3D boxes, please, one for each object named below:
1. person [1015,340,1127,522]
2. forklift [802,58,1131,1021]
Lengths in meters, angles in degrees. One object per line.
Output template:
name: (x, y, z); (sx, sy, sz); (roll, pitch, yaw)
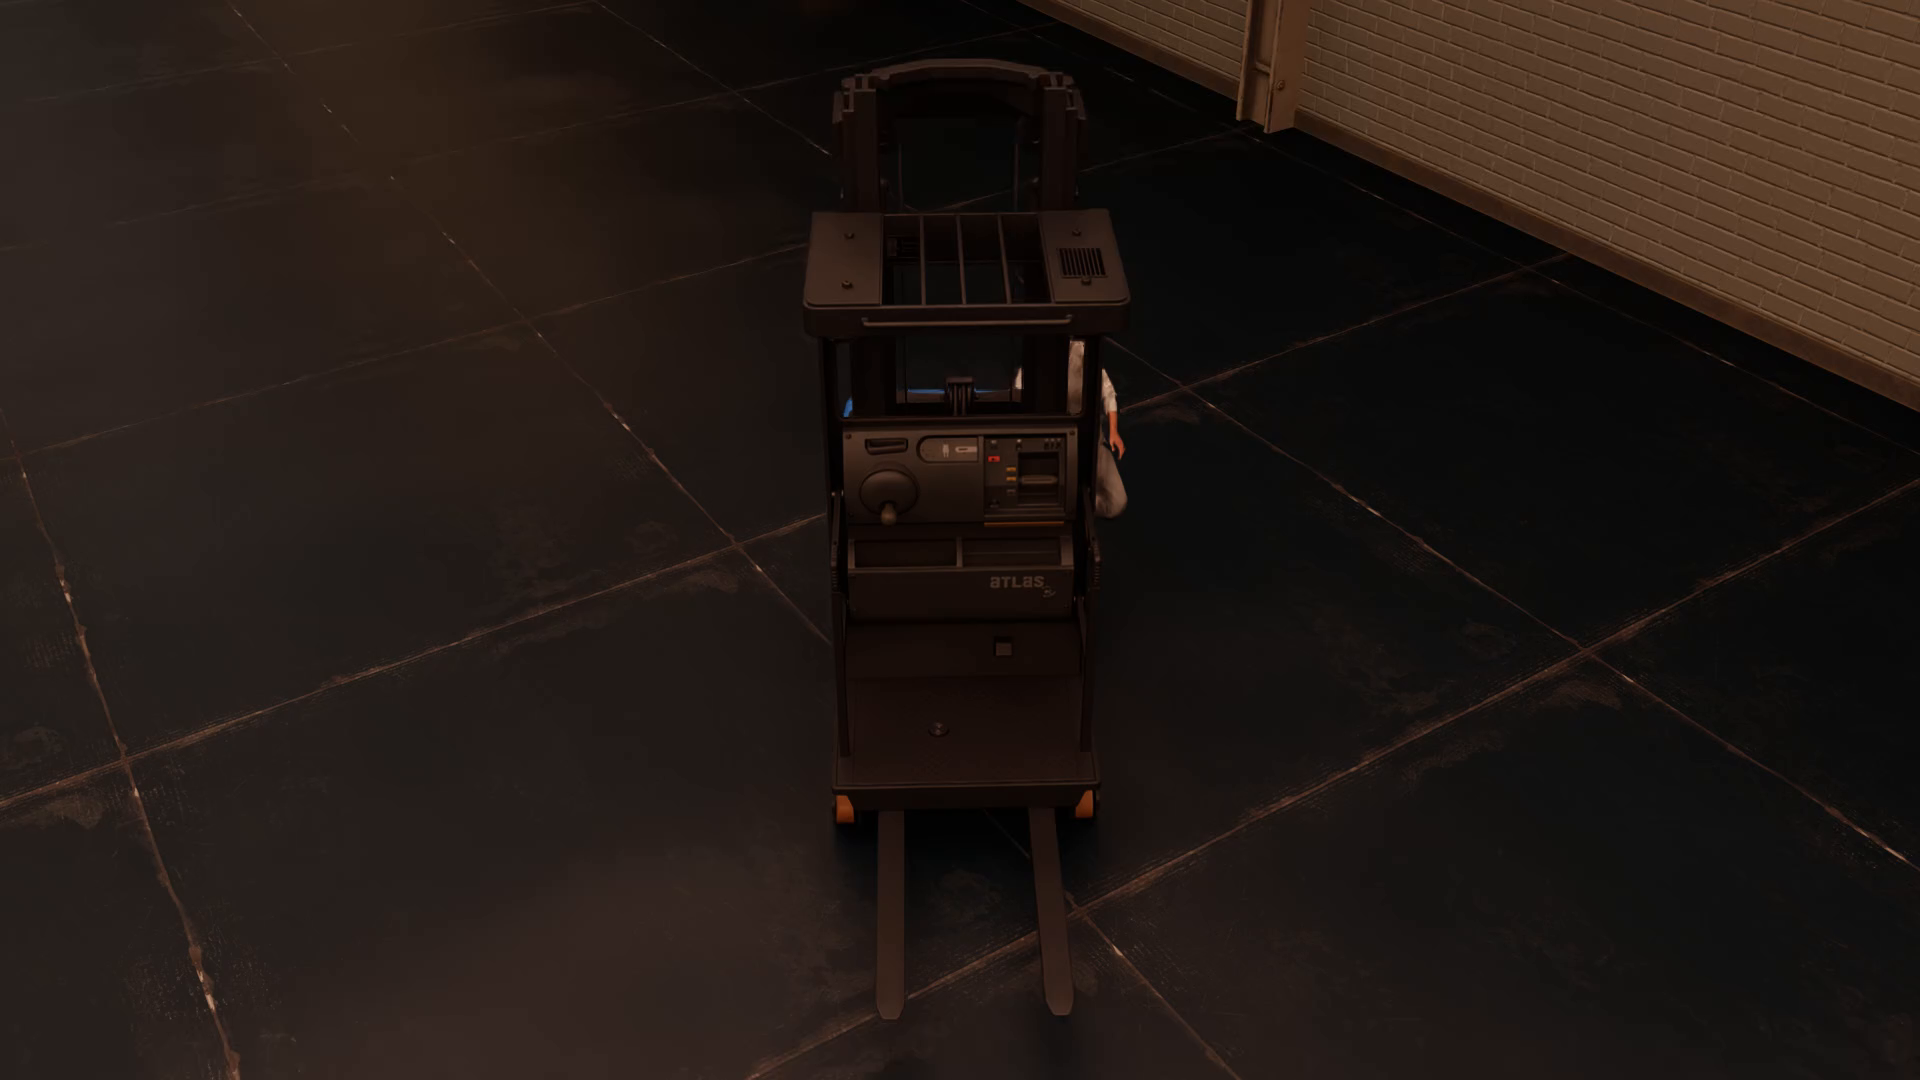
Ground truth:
person: (0.453, -0.375, 7.978); (0.694, 1.425, 0.662); (-6, 36, -9)
forklift: (0.012, -0.193, 6.423); (1.130, 2.935, 3.031); (-1, 35, -1)
